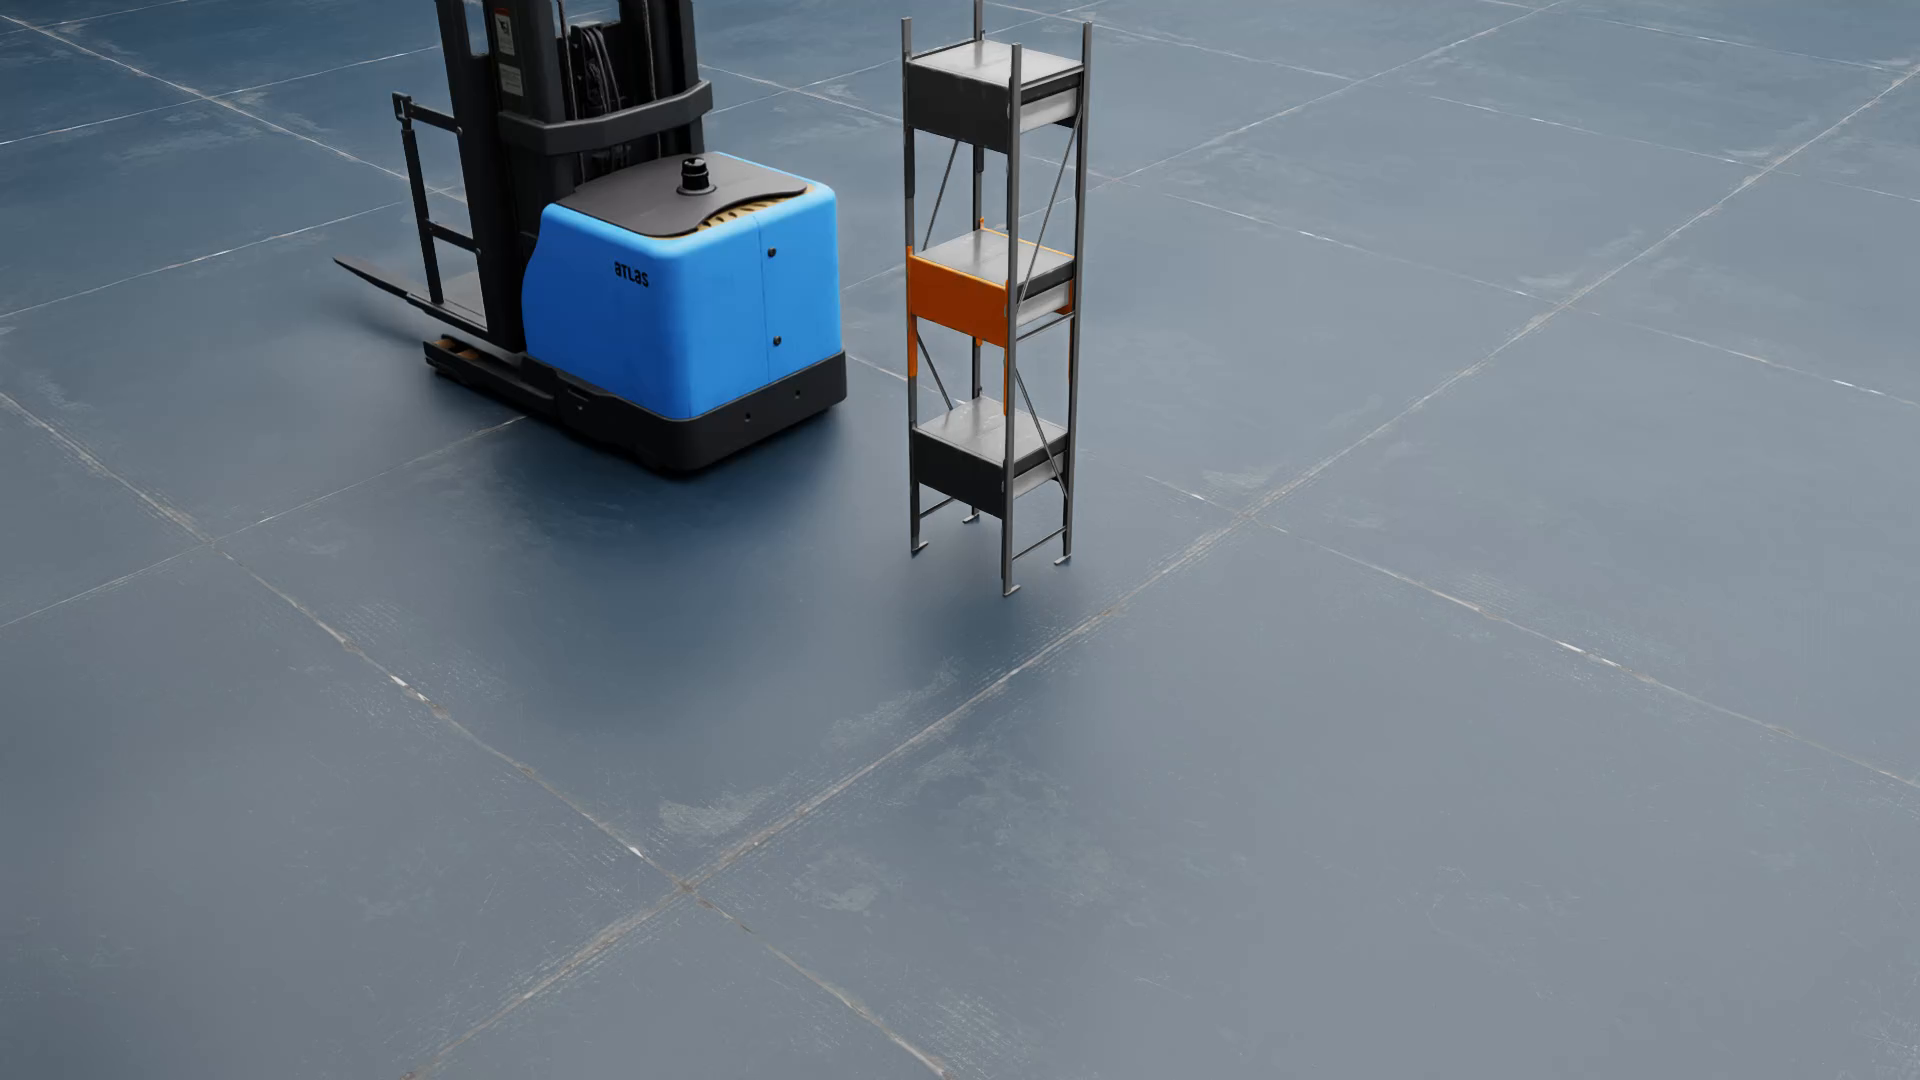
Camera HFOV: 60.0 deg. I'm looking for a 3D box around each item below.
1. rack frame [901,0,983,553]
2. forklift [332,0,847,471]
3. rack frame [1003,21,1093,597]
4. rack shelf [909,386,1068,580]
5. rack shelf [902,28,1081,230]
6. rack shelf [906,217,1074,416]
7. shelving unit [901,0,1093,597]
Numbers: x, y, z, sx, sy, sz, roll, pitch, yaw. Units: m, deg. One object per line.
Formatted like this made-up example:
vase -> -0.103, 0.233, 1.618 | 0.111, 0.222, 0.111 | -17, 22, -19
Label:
rack frame -> -0.058, -0.927, 6.254 | 0.015, 2.100, 0.400 | 25, 39, 35
forklift -> -1.967, -2.182, 7.533 | 3.031, 2.935, 1.130 | 24, 39, 34
rack frame -> 0.304, -0.758, 5.973 | 0.015, 2.100, 0.400 | 25, 39, 35
rack shelf -> 0.123, -0.231, 6.481 | 0.480, 0.518, 0.431 | 25, 39, 35
rack shelf -> 0.123, -1.430, 5.759 | 0.480, 0.518, 0.431 | 25, 39, 35
rack shelf -> 0.123, -0.831, 6.120 | 0.480, 0.518, 0.431 | 25, 39, 35
shelving unit -> 0.123, -0.842, 6.113 | 0.503, 2.100, 0.431 | 25, 39, 35
